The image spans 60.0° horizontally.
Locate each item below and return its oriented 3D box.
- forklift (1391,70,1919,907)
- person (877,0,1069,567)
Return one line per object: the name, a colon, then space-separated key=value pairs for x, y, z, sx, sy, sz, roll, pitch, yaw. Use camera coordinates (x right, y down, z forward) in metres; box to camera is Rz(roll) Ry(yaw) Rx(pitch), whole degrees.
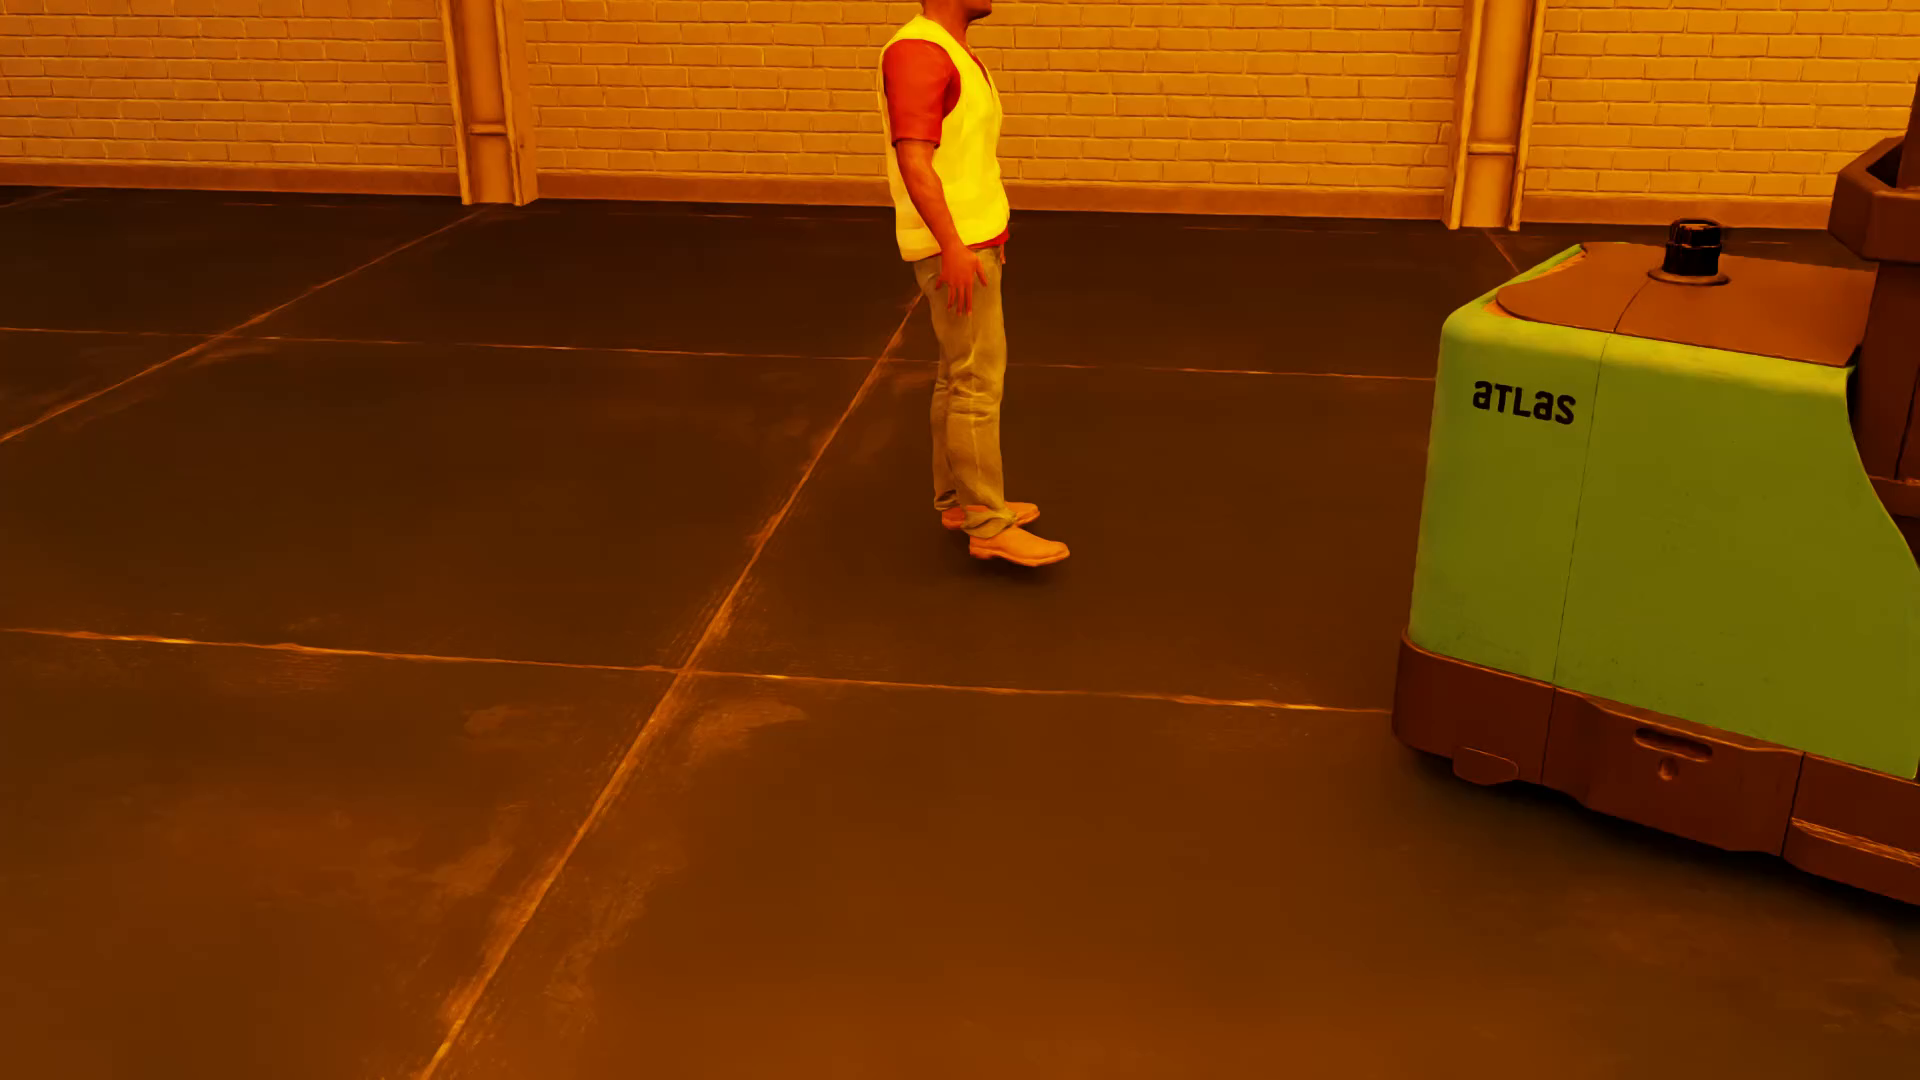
forklift: x=2.500 y=-0.664 z=2.901 sx=3.031 sy=2.935 sz=1.130 roll=15 pitch=26 yaw=33
person: x=0.069 y=-0.858 z=4.817 sx=0.574 sy=1.767 sz=0.666 roll=3 pitch=22 yaw=7
